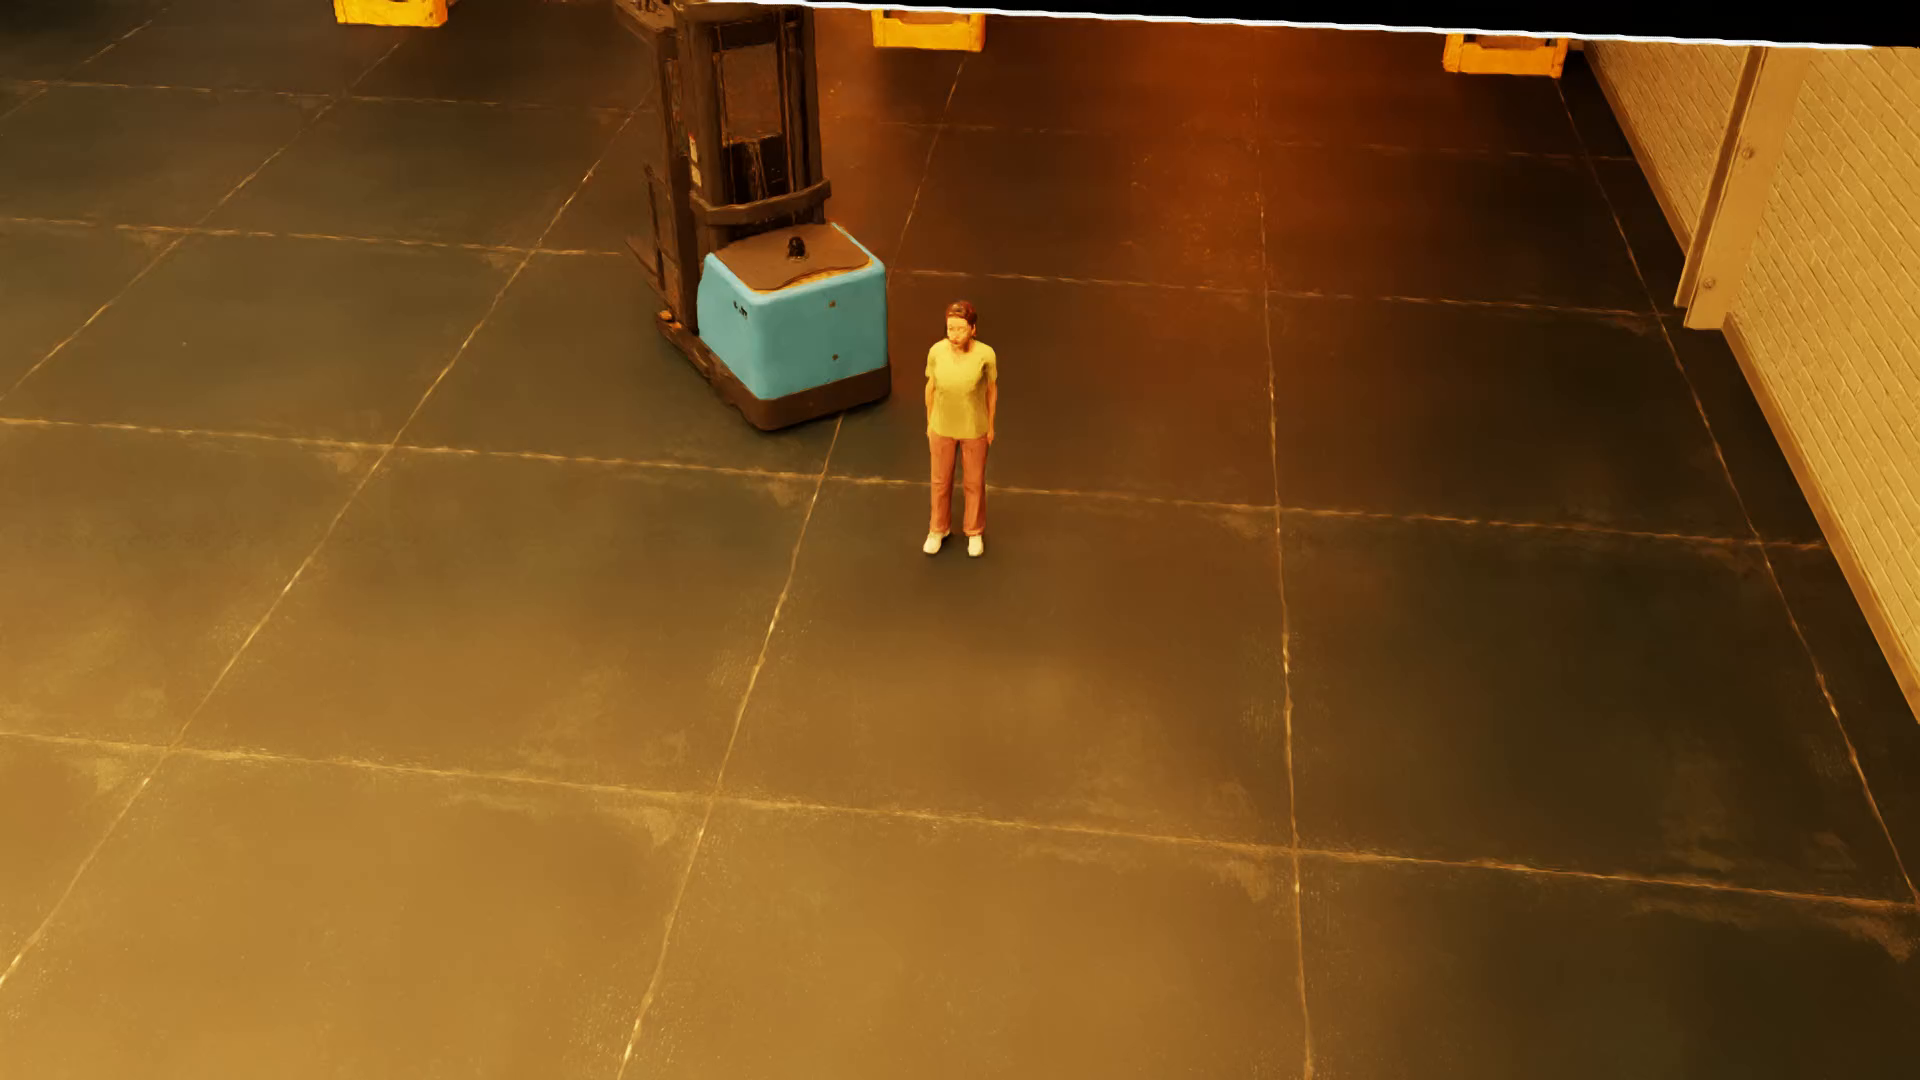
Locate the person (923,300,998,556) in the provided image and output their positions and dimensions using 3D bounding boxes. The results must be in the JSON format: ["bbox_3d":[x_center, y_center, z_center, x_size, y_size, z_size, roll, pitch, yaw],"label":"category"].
[{"bbox_3d":[0.001,-0.668,9.997,0.429,1.673,0.365,4,37,6],"label":"person"}]

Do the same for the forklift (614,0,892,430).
[{"bbox_3d":[-1.666,-2.783,11.805,1.130,2.935,3.031,-19,41,-24],"label":"forklift"}]
